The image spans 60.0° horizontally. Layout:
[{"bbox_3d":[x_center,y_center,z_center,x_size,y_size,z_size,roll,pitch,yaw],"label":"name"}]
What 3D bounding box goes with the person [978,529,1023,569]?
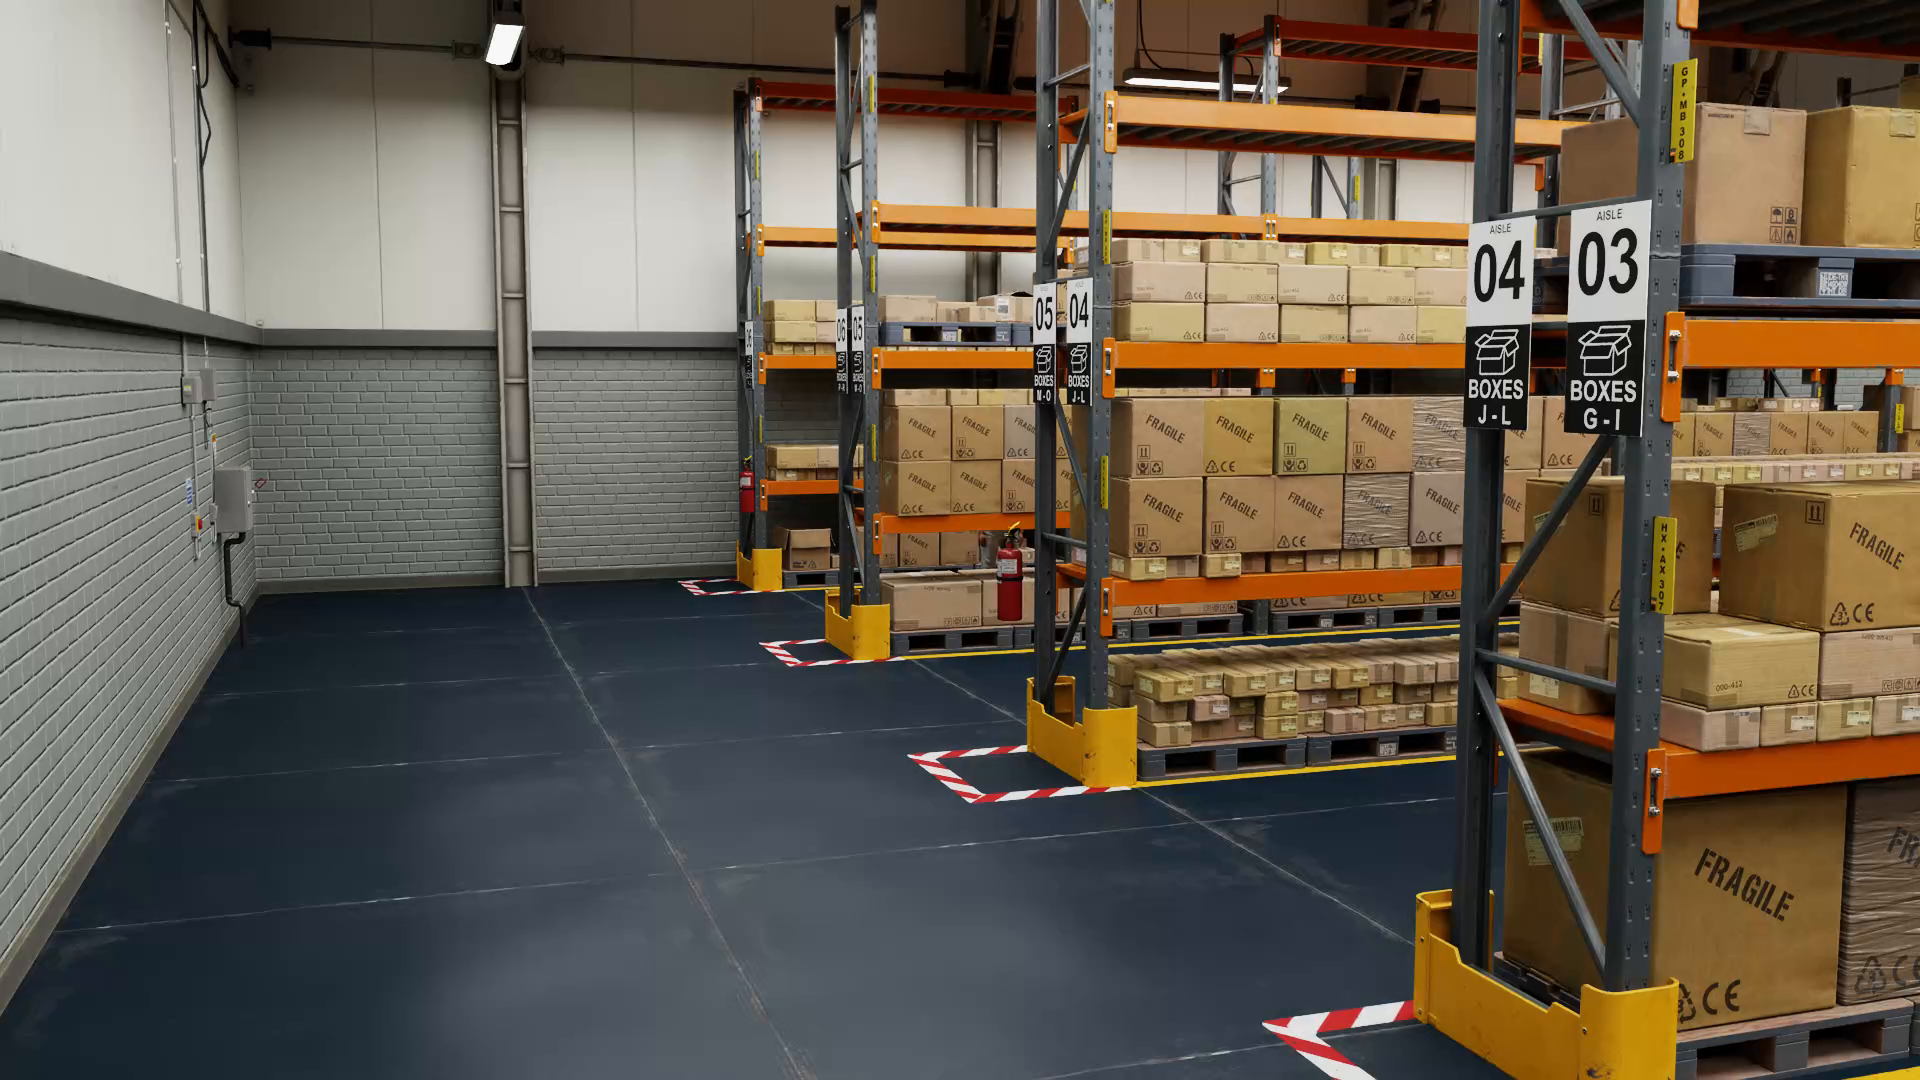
[{"bbox_3d":[0.440,-0.059,18.198,0.538,1.666,0.464,-2,6,-18],"label":"person"}]
